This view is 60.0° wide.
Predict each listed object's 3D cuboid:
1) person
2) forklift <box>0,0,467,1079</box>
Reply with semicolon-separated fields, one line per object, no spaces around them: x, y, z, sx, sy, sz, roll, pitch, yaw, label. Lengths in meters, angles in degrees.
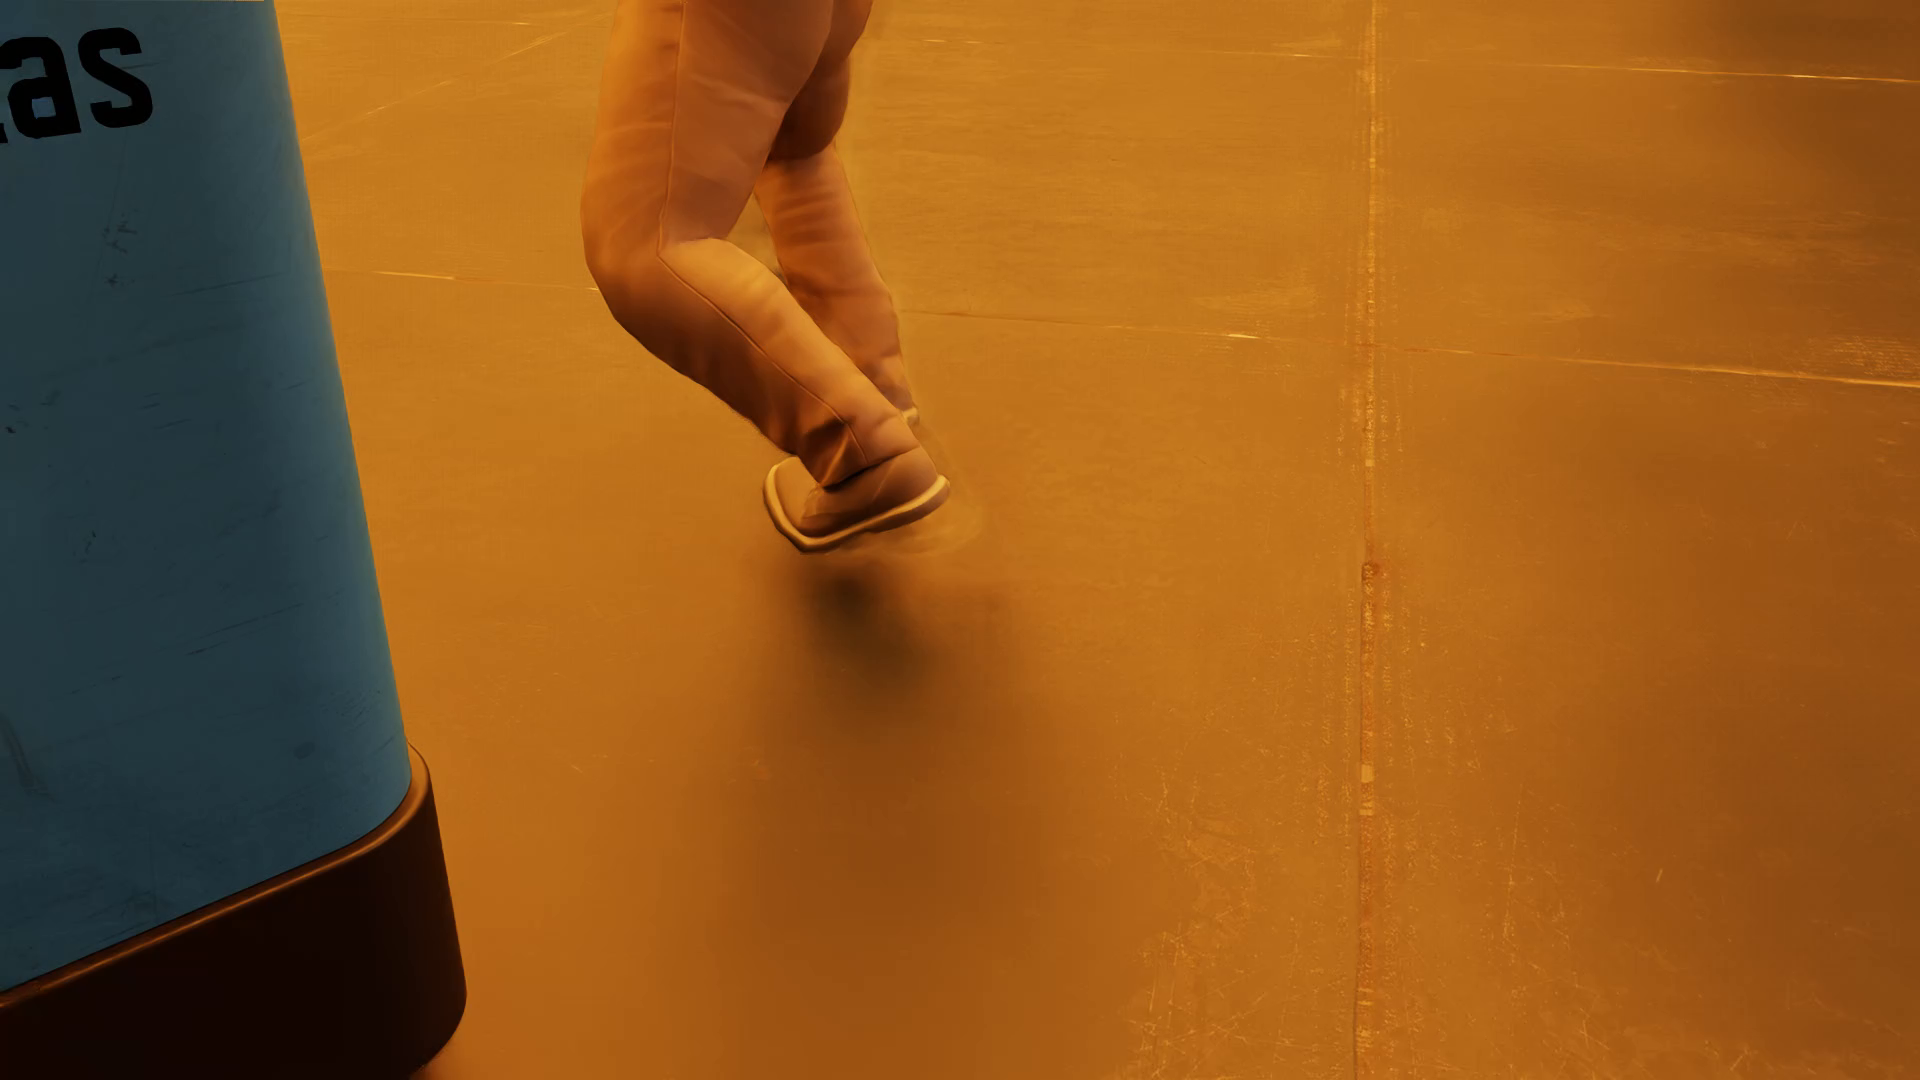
-0.231;-0.847;2.490;0.774;1.492;1.035;9;28;17;person
-1.880;-0.533;0.302;3.031;2.935;1.130;-22;34;-37;forklift
